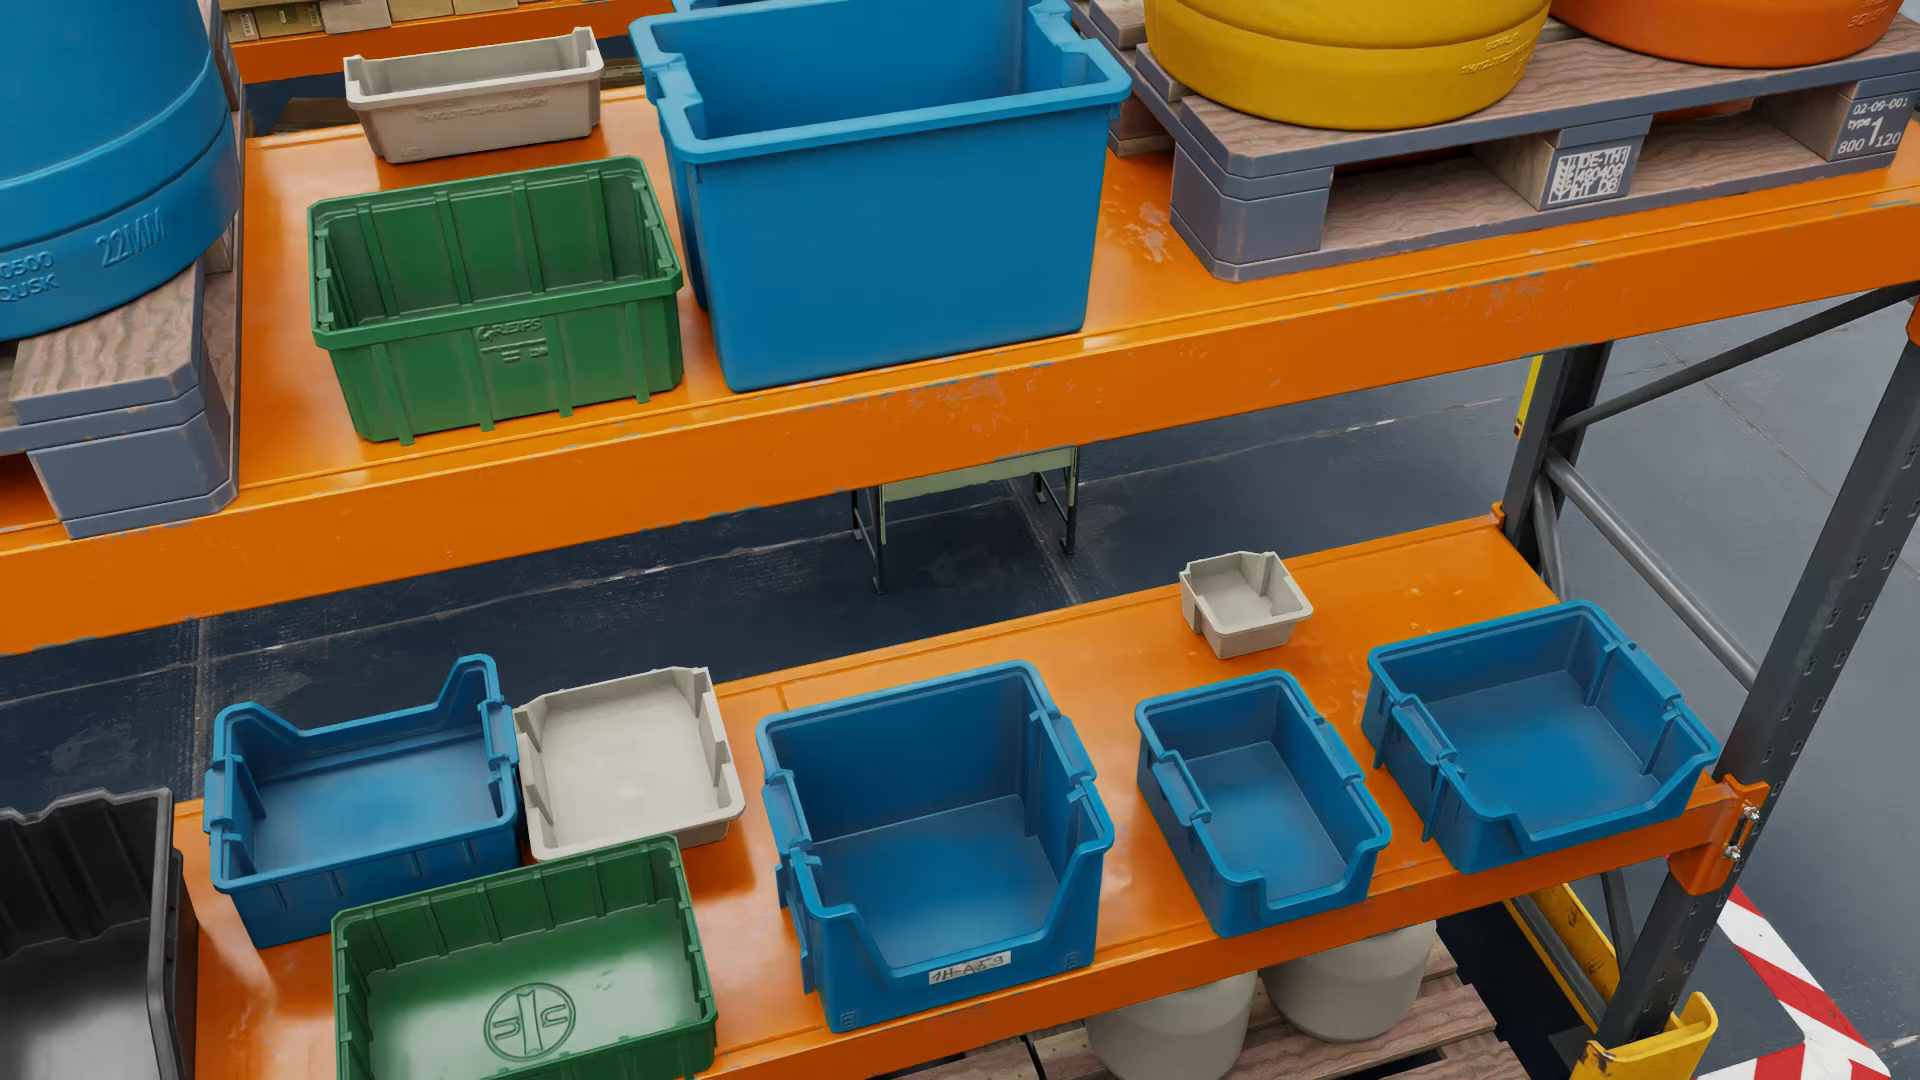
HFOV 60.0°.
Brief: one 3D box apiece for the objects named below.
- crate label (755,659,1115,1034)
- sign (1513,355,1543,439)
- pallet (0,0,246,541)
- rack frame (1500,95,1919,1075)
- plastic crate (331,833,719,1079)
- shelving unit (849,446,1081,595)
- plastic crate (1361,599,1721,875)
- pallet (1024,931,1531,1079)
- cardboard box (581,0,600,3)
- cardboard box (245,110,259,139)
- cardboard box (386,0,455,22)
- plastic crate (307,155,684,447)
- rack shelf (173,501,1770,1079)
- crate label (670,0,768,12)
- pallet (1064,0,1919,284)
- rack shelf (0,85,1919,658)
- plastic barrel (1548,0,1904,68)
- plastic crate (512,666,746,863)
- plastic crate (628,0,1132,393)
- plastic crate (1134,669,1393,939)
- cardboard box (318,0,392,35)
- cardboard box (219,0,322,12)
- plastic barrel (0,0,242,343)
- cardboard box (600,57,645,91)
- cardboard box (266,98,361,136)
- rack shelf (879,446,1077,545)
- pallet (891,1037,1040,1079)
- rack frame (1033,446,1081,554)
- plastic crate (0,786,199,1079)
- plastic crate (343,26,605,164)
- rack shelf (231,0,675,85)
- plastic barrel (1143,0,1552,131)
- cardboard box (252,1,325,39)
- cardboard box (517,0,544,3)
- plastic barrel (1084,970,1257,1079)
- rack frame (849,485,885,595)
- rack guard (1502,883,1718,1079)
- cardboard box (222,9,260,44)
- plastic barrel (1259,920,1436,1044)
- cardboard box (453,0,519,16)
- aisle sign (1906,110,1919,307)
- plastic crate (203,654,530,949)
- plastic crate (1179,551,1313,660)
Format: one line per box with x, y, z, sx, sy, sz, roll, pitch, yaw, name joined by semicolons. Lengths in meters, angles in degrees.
-0.057;0.599;3.258;0.616;0.435;0.502;-12;42;-13;crate label
1.457;-0.372;4.185;0.005;0.325;0.100;-12;42;-13;sign
-1.539;-0.393;2.284;1.003;0.211;1.213;-12;42;-13;pallet
1.618;0.079;3.880;0.127;3.000;1.000;-12;42;-13;rack frame
-0.818;0.858;3.149;0.662;0.188;0.450;-12;42;-13;plastic crate
0.006;-0.566;5.758;0.755;1.500;0.431;-12;42;-13;shelving unit
1.230;0.422;3.601;0.616;0.251;0.499;-12;42;-13;plastic crate
0.783;1.331;4.566;1.213;0.211;1.003;-12;42;-13;pallet
-1.479;-2.387;6.893;0.250;0.149;0.380;-12;42;-13;cardboard box
-3.292;-1.510;7.279;0.500;0.500;0.500;-13;43;-14;cardboard box
-2.205;-2.260;6.748;0.250;0.149;0.380;-12;42;-13;cardboard box
-0.611;-0.321;2.219;0.450;0.188;0.336;-12;42;-13;plastic crate
-0.290;0.745;3.664;4.000;0.370;1.077;-12;42;-13;rack shelf
-0.267;-0.832;2.756;0.408;0.251;0.502;-12;42;-13;crate label
0.799;-0.878;2.838;1.213;0.211;1.003;-12;42;-13;pallet
-0.290;-0.385;2.677;4.000;0.370;1.077;-12;42;-13;rack shelf
1.192;-1.195;2.412;0.708;0.830;0.600;-12;42;-13;plastic barrel
-0.725;0.489;3.611;0.437;0.136;0.530;-12;42;-13;plastic crate
-0.111;-0.479;2.251;0.575;0.384;0.392;-12;42;-13;plastic crate
0.609;0.546;3.458;0.408;0.251;0.499;-12;42;-13;plastic crate
-2.431;-2.185;6.662;0.250;0.149;0.380;-12;42;-13;cardboard box
-2.750;-2.515;6.547;0.500;0.500;0.875;-12;42;-13;cardboard box
-1.216;-0.737;1.833;0.708;0.901;0.600;-12;42;-13;plastic barrel
-1.633;-1.882;7.705;0.500;0.500;0.500;-8;42;-9;cardboard box
-2.748;-1.628;7.414;0.500;0.500;0.500;1;41;1;cardboard box
0.006;-0.321;5.973;0.720;0.370;0.431;-12;42;-13;rack shelf
-0.379;1.569;4.293;1.213;0.211;1.003;-12;42;-13;pallet
0.355;-0.638;5.841;0.023;1.500;0.400;-12;42;-13;rack frame
-1.660;0.869;3.023;0.504;0.338;0.767;-12;42;-13;plastic crate
-0.788;-0.732;2.728;0.396;0.136;0.243;-12;42;-13;plastic crate
-1.778;-2.363;7.222;4.000;0.370;1.077;-12;42;-13;rack shelf
0.569;-0.975;2.344;0.600;0.588;0.600;0;41;0;plastic barrel
-2.682;-2.161;6.635;0.250;0.149;0.380;-12;42;-13;cardboard box
-1.738;-2.381;6.886;0.250;0.149;0.380;-12;42;-13;cardboard box
0.535;1.135;4.243;0.421;0.512;0.421;0;41;0;plastic barrel
-0.343;-0.494;5.675;0.023;1.500;0.400;-12;42;-13;rack frame
1.559;1.065;4.651;0.348;0.500;1.175;-12;42;-13;rack guard
-2.917;-2.106;6.572;0.250;0.149;0.380;-12;42;-13;cardboard box
1.013;1.036;4.357;0.421;0.512;0.421;0;41;0;plastic barrel
-1.963;-2.303;6.797;0.250;0.149;0.380;-12;42;-13;cardboard box
1.776;-0.728;2.828;0.004;0.787;0.394;-12;42;-13;aisle sign
-1.223;0.536;3.469;0.616;0.251;0.499;-12;42;-13;plastic crate
0.668;0.153;3.995;0.250;0.136;0.298;-12;42;-13;plastic crate
